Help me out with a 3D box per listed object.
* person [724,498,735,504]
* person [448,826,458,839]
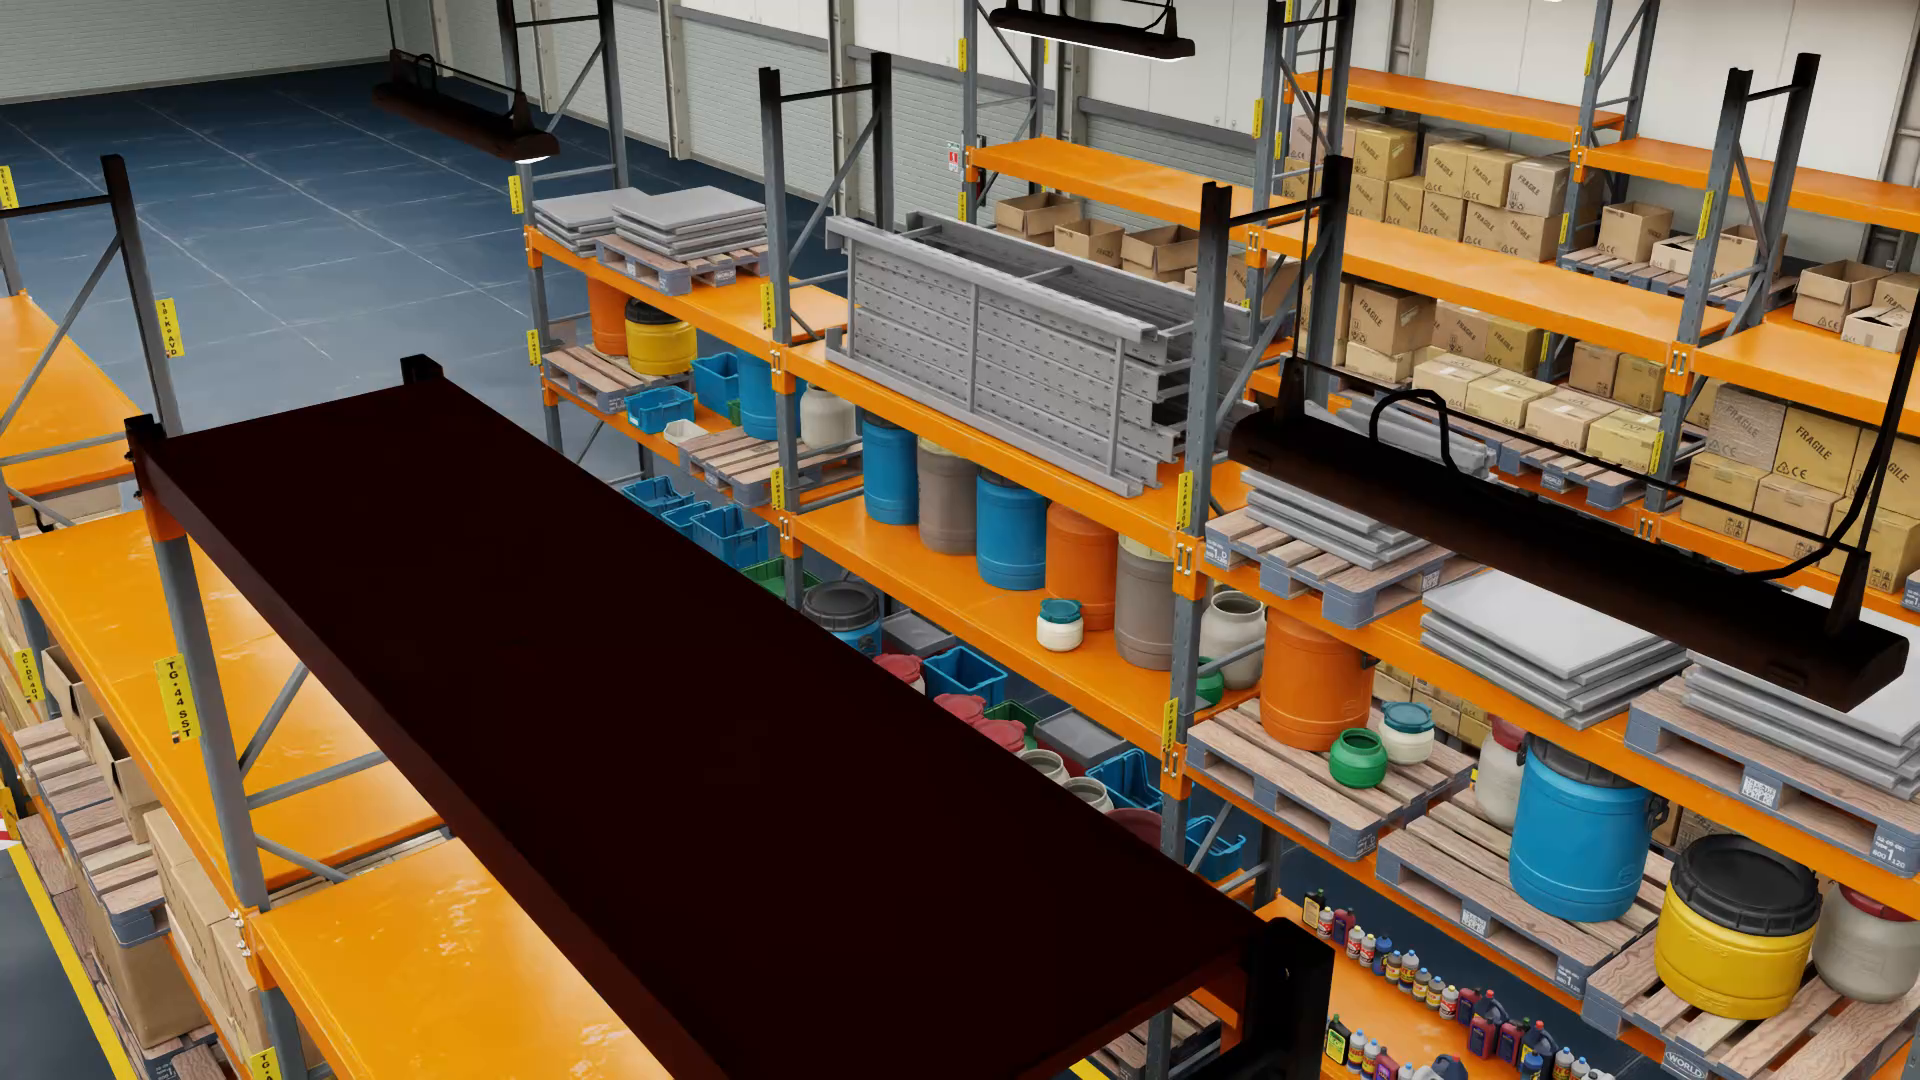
[{"bbox_3d":[-2.267,-1.233,18.928,0.510,1.580,1.014,20,32,36],"label":"person"},{"bbox_3d":[-3.778,1.826,12.555,0.589,1.752,0.650,-18,31,-32],"label":"person"}]
